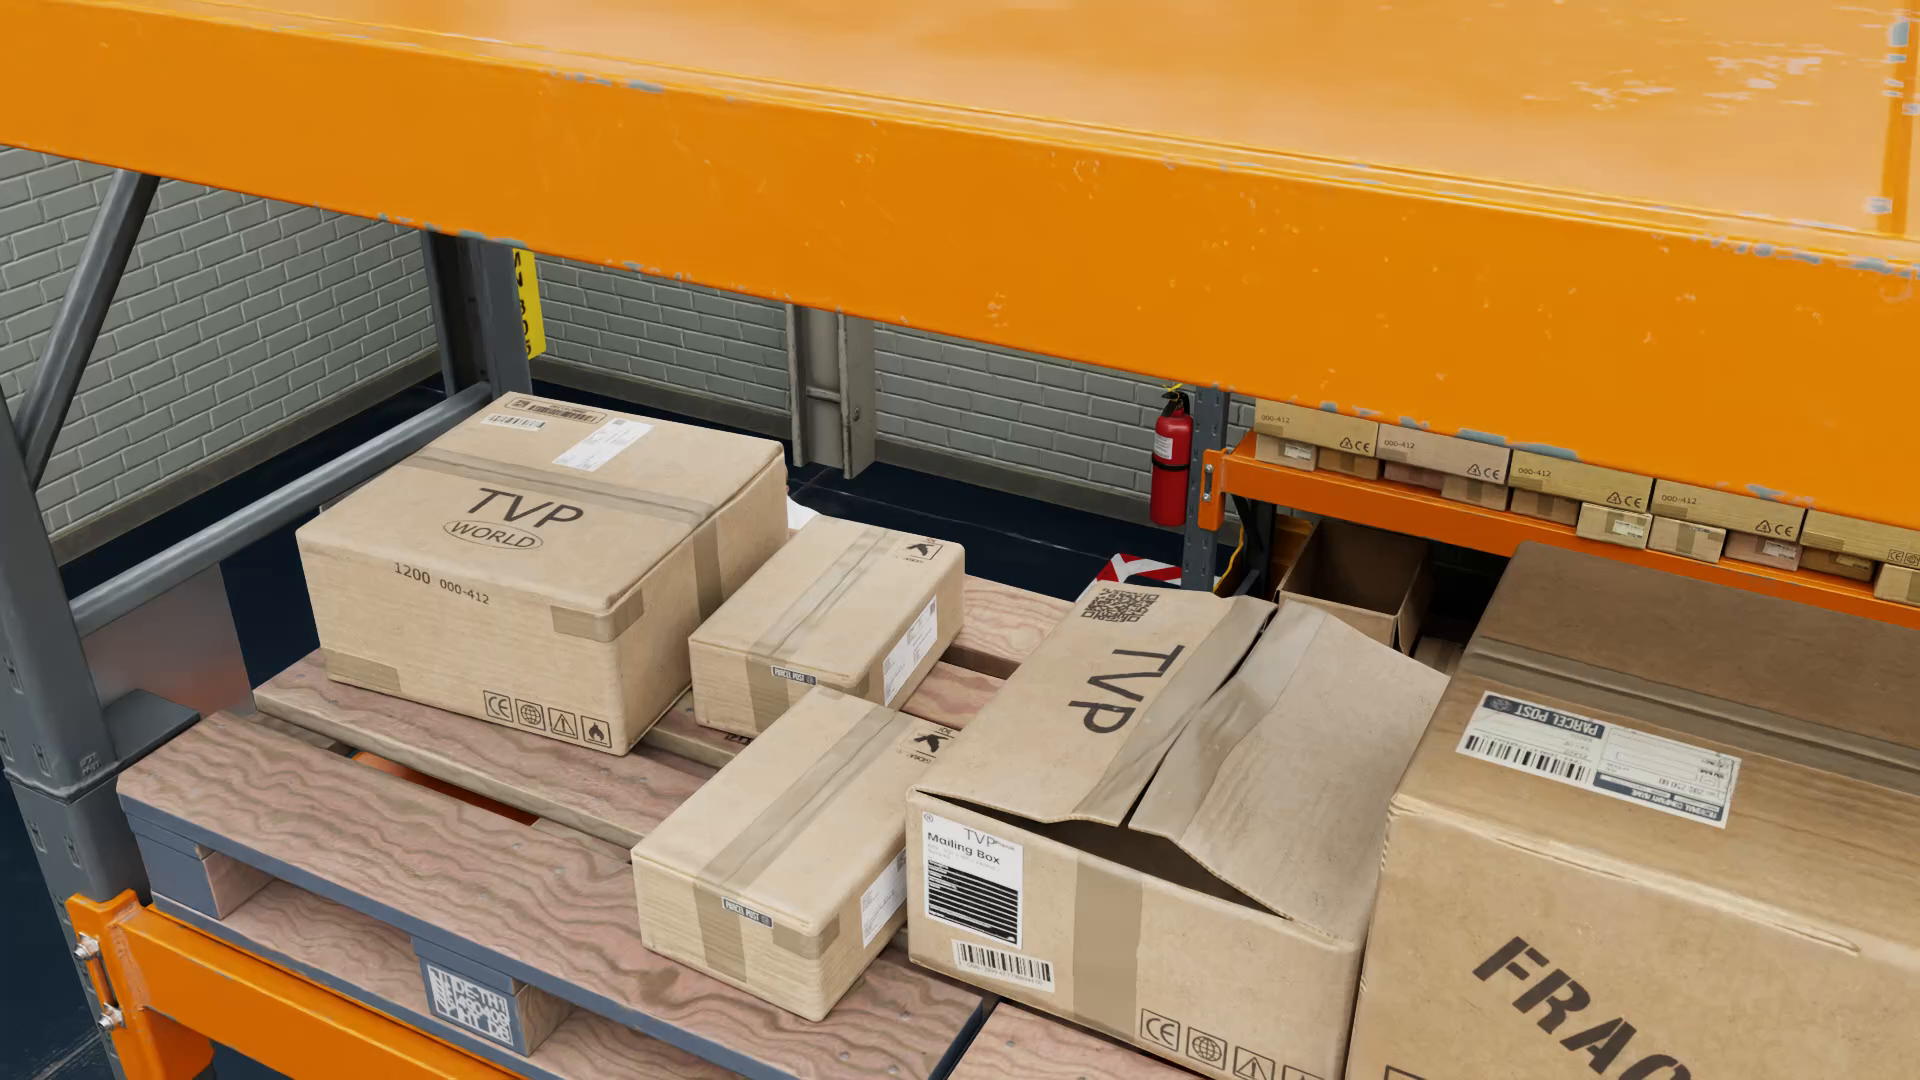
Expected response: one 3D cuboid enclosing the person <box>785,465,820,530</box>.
[{"bbox_3d":[-0.704,0.438,6.375,0.641,1.773,0.427,14,33,23],"label":"person"}]
